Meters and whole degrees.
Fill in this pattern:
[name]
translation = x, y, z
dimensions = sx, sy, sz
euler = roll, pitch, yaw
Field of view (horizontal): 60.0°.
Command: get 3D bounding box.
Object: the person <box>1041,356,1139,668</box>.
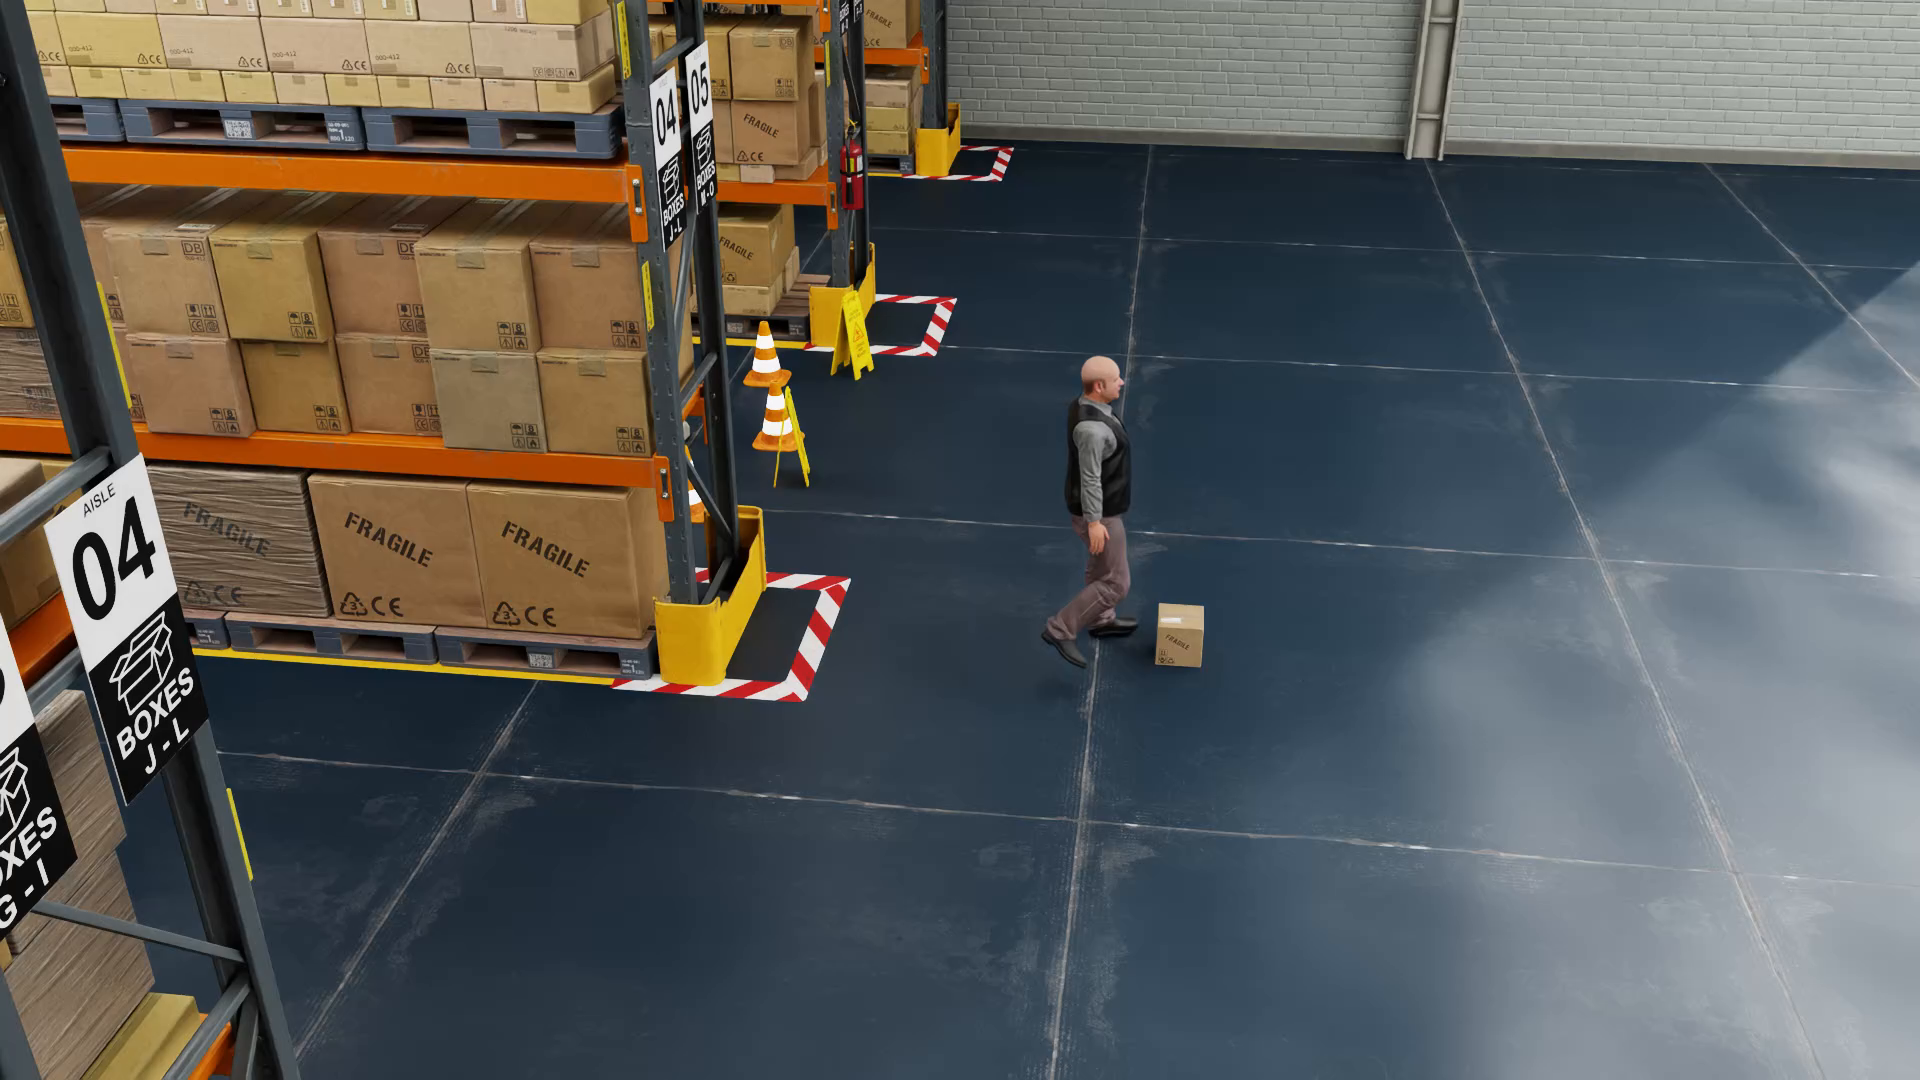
[person]
translation = 0.732, -0.159, 8.908
dimensions = 0.581, 1.723, 0.634
euler = 0, 28, -1
